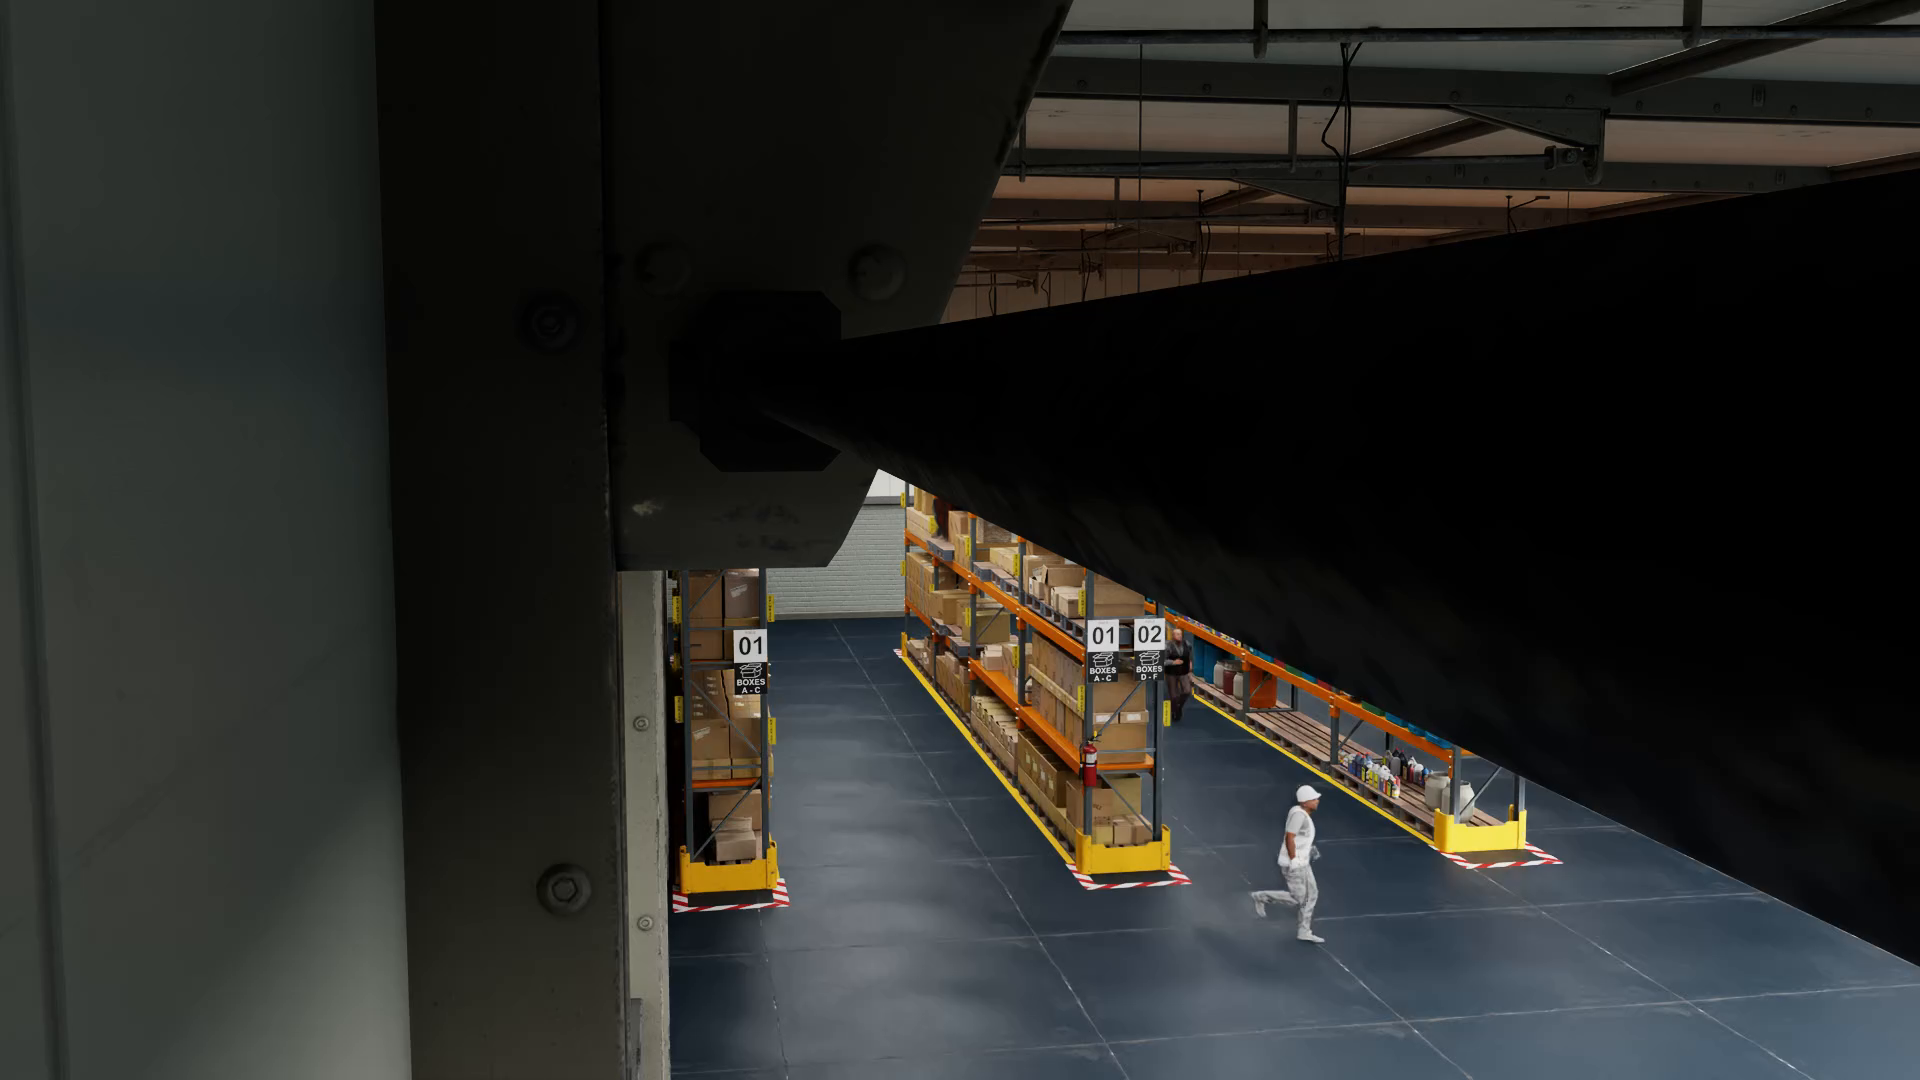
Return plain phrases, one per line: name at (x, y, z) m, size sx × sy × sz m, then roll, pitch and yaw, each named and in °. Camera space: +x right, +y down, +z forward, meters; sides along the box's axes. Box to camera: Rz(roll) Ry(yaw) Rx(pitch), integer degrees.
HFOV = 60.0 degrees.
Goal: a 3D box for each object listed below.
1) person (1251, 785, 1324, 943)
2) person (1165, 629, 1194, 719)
person at (3.681, 3.581, 18.437) m, size 0.742 × 1.751 × 0.703 m, roll 2°, pitch 6°, yaw 16°
person at (3.905, 2.403, 29.659) m, size 0.690 × 1.670 × 0.757 m, roll -1°, pitch 6°, yaw -12°
